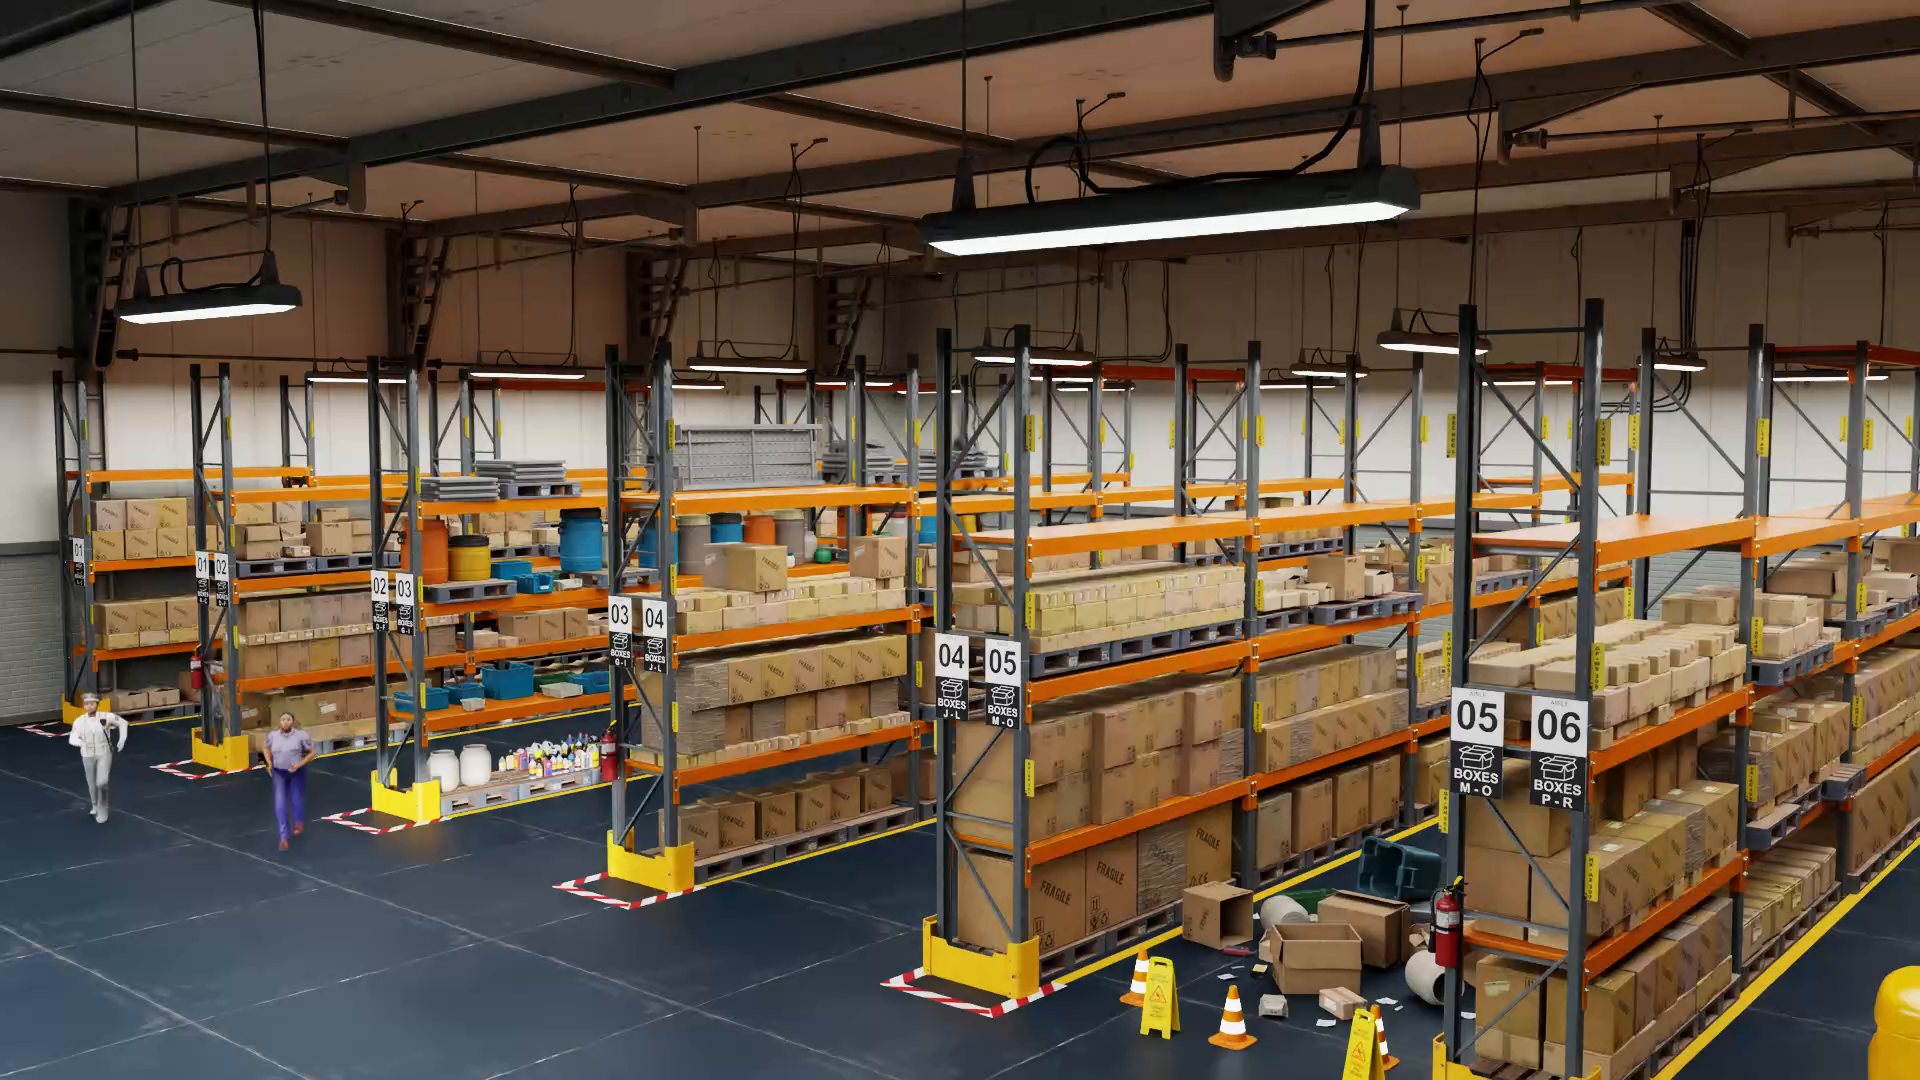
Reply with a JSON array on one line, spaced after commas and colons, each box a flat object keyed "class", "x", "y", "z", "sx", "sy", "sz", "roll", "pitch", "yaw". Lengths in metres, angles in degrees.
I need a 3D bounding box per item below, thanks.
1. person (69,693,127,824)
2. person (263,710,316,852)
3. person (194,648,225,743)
[{"class": "person", "x": -11.046, "y": 2.779, "z": 21.320, "sx": 0.619, "sy": 1.693, "sz": 0.833, "roll": -1, "pitch": 4, "yaw": -15}, {"class": "person", "x": -8.174, "y": 2.904, "z": 20.276, "sx": 0.623, "sy": 1.645, "sz": 0.827, "roll": -1, "pitch": 4, "yaw": -15}, {"class": "person", "x": -11.885, "y": 2.483, "z": 26.567, "sx": 0.549, "sy": 1.583, "sz": 0.589, "roll": 2, "pitch": 5, "yaw": 25}]
